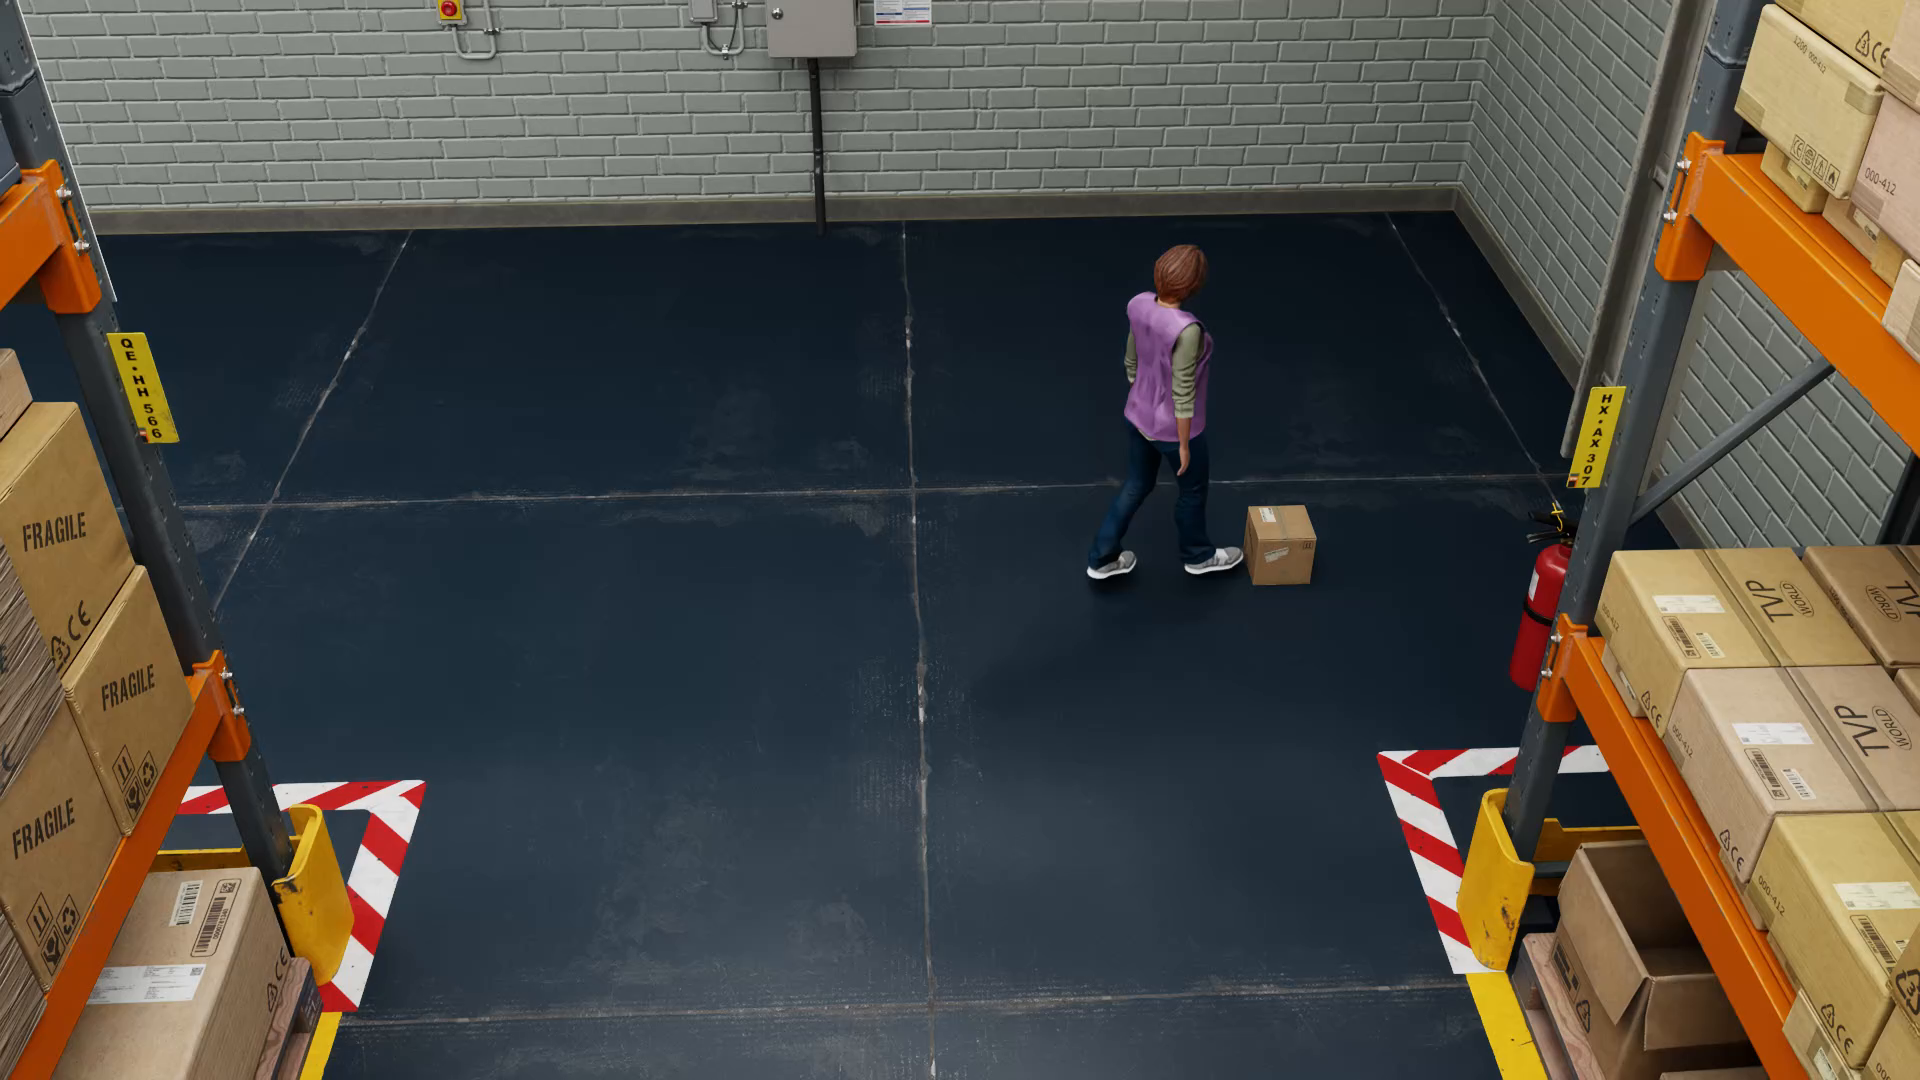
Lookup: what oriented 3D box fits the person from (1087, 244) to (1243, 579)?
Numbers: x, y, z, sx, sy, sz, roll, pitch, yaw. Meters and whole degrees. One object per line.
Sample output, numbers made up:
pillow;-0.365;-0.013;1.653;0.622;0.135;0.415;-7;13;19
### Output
person;0.881;-0.499;6.838;0.694;1.549;0.448;-19;40;-25
